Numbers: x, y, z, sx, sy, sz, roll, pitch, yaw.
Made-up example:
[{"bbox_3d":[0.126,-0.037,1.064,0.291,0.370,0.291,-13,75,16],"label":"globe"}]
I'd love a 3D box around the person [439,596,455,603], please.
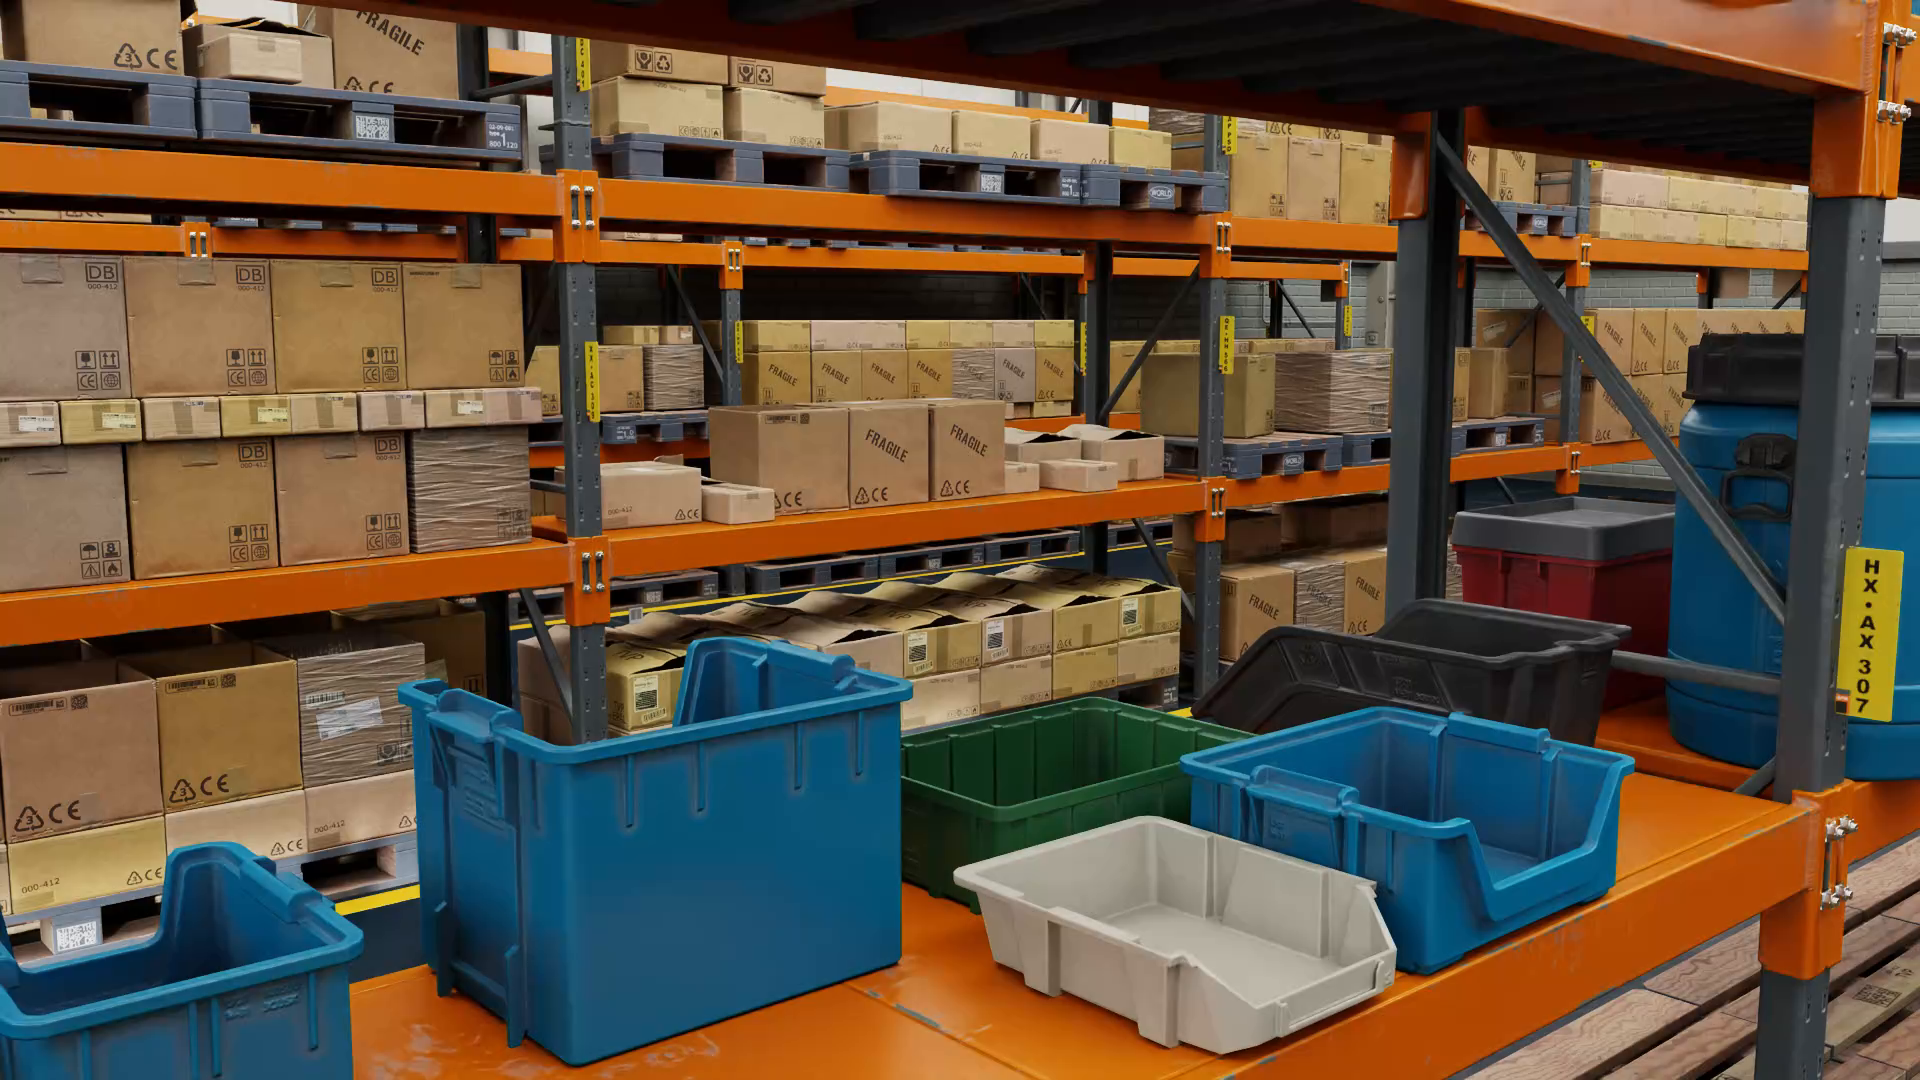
[{"bbox_3d":[-2.823,0.300,8.619,0.681,1.628,0.454,-7,10,-41],"label":"person"}]
